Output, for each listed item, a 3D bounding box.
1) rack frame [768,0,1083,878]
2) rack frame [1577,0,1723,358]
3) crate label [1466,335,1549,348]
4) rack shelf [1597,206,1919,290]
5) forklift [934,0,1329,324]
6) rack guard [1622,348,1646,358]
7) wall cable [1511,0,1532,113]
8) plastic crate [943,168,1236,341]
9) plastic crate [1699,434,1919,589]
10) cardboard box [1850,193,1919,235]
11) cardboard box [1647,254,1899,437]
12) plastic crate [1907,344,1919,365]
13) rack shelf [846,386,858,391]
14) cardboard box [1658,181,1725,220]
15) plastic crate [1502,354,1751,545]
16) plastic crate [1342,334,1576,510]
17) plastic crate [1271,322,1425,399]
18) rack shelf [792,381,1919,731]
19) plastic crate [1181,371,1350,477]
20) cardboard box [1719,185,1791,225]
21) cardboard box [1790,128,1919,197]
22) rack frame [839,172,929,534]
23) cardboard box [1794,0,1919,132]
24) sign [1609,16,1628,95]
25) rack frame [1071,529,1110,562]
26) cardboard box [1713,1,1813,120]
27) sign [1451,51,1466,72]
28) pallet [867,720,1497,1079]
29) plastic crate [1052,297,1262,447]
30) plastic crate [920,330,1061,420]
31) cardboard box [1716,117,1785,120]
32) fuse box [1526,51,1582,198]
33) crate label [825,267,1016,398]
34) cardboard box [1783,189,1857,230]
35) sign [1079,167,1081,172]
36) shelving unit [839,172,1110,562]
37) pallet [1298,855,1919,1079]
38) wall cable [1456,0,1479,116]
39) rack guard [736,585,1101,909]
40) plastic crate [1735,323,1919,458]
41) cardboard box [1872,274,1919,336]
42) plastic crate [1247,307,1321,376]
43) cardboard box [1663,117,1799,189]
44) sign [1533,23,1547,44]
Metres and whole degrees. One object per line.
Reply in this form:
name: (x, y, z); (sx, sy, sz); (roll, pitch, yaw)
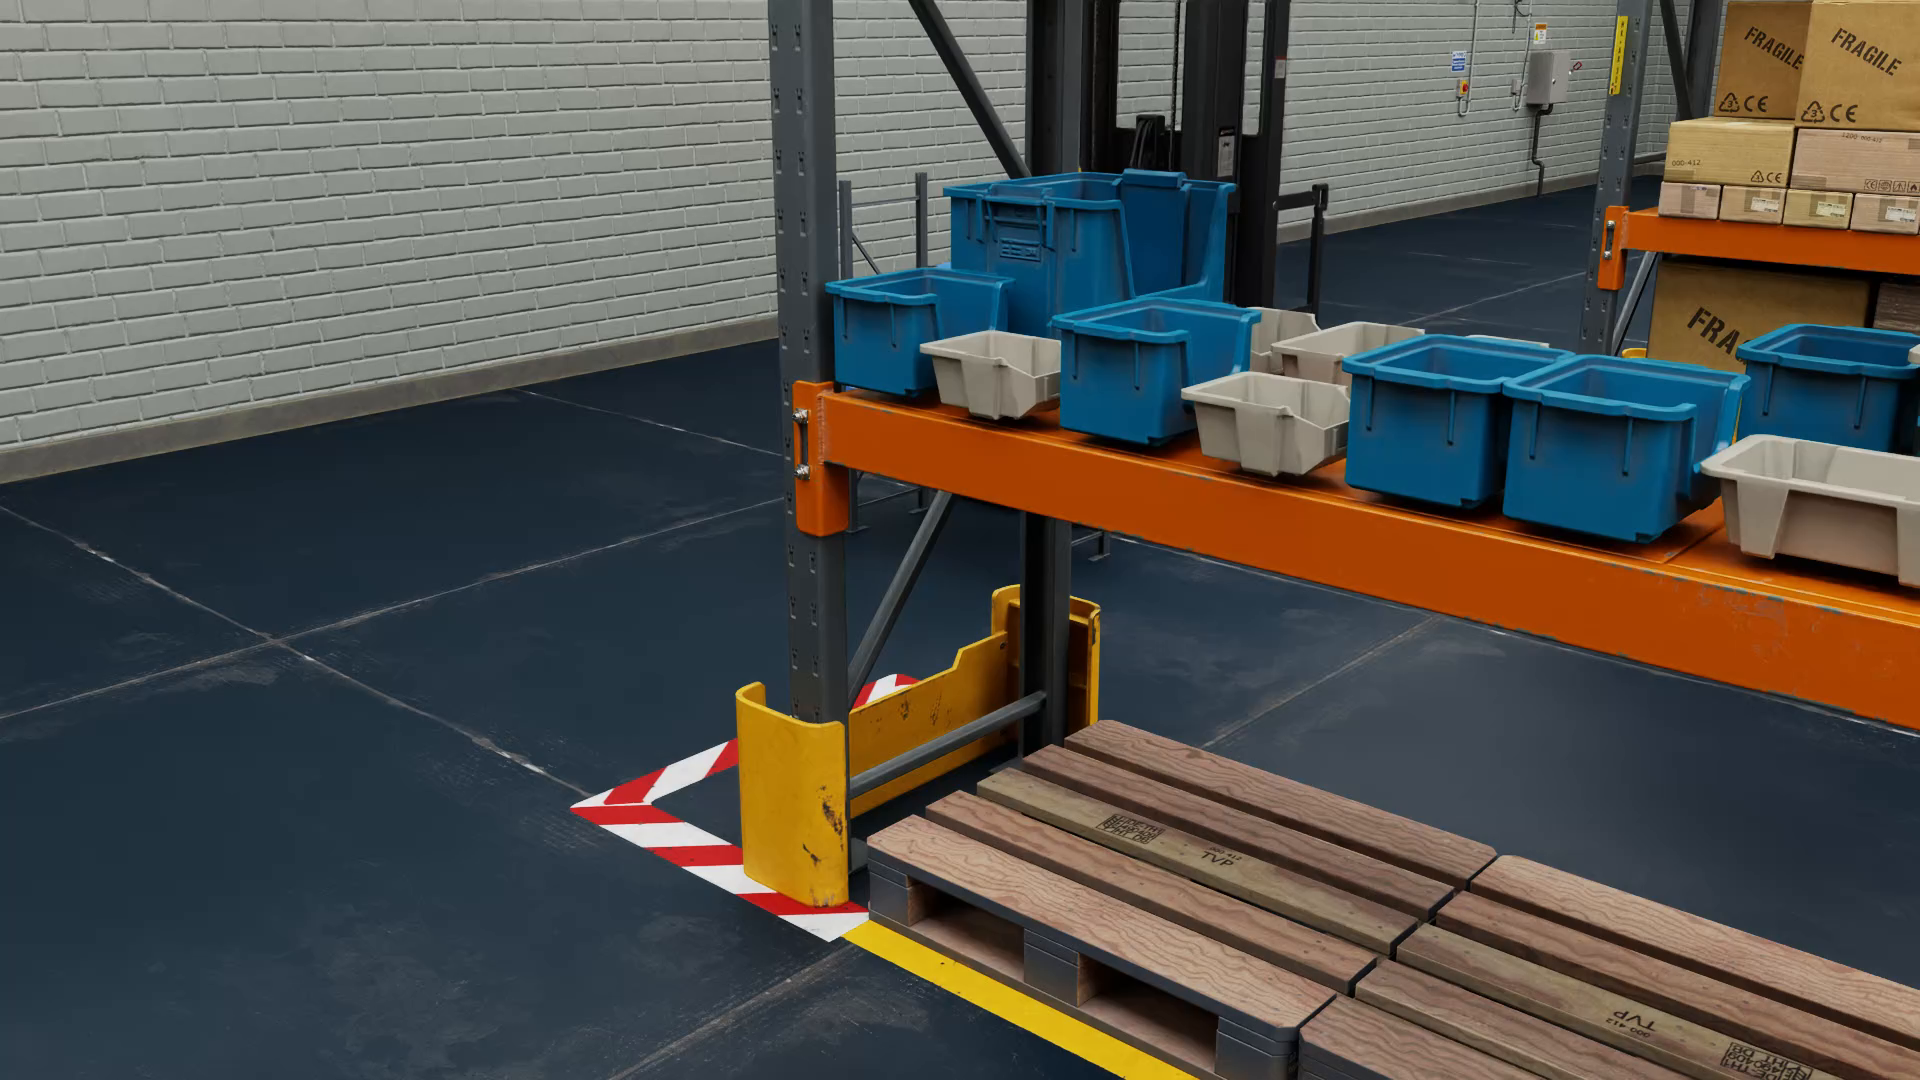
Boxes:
rack frame: (-0.054, -0.658, 4.225); (0.127, 3.000, 1.000); (15, 23, 39)
rack frame: (3.234, -1.778, 7.756); (0.127, 3.000, 1.000); (15, 23, 39)
crate label: (1.108, -0.326, 3.517); (0.243, 0.136, 0.396); (15, 23, 39)
rack shelf: (4.730, -1.034, 6.600); (4.000, 0.370, 1.077); (15, 23, 39)
forklift: (1.193, -1.853, 8.106); (1.130, 2.935, 3.031); (15, 23, 38)
rack guard: (3.216, -0.592, 8.149); (0.348, 0.500, 1.175); (15, 23, 39)
wall cable: (6.511, -5.955, 19.237); (0.122, 1.984, 0.588); (15, 23, 39)
plastic crate: (0.320, -0.678, 4.132); (0.499, 0.435, 0.616); (15, 23, 39)
plastic crate: (1.436, -0.039, 2.613); (0.466, 0.136, 0.293); (15, 23, 39)
cardboard box: (3.861, -1.358, 6.847); (0.250, 0.149, 0.380); (15, 23, 38)
cardboard box: (3.765, -0.855, 7.666); (0.875, 0.875, 0.875); (15, 23, 39)
plastic crate: (1.918, -0.175, 2.801); (0.530, 0.282, 0.437); (15, 23, 39)
rack shelf: (0.064, -0.526, 6.885); (1.000, 0.185, 0.538); (15, 23, 39)
cardboard box: (3.280, -1.513, 7.334); (0.250, 0.149, 0.380); (15, 23, 40)
plastic crate: (1.121, -0.158, 2.828); (0.300, 0.233, 0.416); (15, 23, 39)
plastic crate: (0.897, -0.218, 3.018); (0.300, 0.233, 0.416); (15, 23, 39)
plastic crate: (0.883, -0.376, 3.676); (0.243, 0.136, 0.396); (15, 23, 39)
rack shelf: (1.442, 0.087, 3.069); (4.000, 0.370, 1.077); (15, 23, 39)
plastic crate: (0.605, -0.217, 3.174); (0.298, 0.136, 0.250); (15, 23, 39)
cardboard box: (3.473, -1.461, 7.173); (0.250, 0.149, 0.380); (15, 23, 38)
cardboard box: (3.807, -1.588, 6.914); (0.500, 0.250, 0.500); (15, 23, 39)
rack frame: (-0.316, -0.800, 7.152); (0.032, 1.500, 0.500); (15, 23, 39)
cardboard box: (3.787, -1.948, 6.808); (0.500, 0.500, 0.500); (14, 23, 38)
sign: (2.861, -2.104, 7.221); (0.005, 0.325, 0.100); (15, 23, 39)
rack frame: (0.444, -0.596, 6.509); (0.032, 1.500, 0.500); (15, 23, 39)
cardboard box: (3.773, -2.168, 7.500); (0.500, 0.500, 0.500); (15, 23, 40)
sign: (5.501, -5.277, 18.335); (0.001, 0.218, 0.327); (15, 23, 39)
pallet: (0.537, 0.846, 4.098); (1.213, 0.211, 1.003); (15, 23, 39)
plastic crate: (0.405, -0.350, 3.434); (0.300, 0.233, 0.416); (15, 23, 39)
plastic crate: (0.097, -0.353, 3.603); (0.298, 0.136, 0.250); (15, 23, 39)
cardboard box: (3.772, -1.811, 7.616); (0.500, 0.250, 0.500); (15, 23, 38)
fuse box: (7.082, -4.979, 19.972); (0.414, 1.711, 0.539); (15, 23, 39)
crate label: (-0.088, -0.482, 3.851); (0.303, 0.233, 0.416); (15, 23, 39)
cardboard box: (3.665, -1.410, 7.011); (0.250, 0.149, 0.380); (14, 23, 38)
sign: (0.299, -0.863, 4.603); (0.005, 0.325, 0.100); (15, 23, 39)
shelving unit: (0.064, -0.698, 6.831); (1.048, 1.500, 0.538); (15, 23, 39)
pallet: (1.445, 1.091, 3.326); (1.213, 0.211, 1.003); (15, 23, 39)
wall cable: (5.579, -5.646, 18.213); (0.123, 1.953, 0.585); (15, 23, 39)
rack guard: (-0.081, 0.532, 4.609); (0.348, 0.500, 1.175); (15, 23, 39)
plastic crate: (1.652, -0.252, 3.125); (0.300, 0.233, 0.416); (15, 23, 39)
cardboard box: (4.446, -0.673, 7.090); (0.875, 0.875, 0.875); (15, 23, 39)
plastic crate: (0.676, -0.438, 3.869); (0.243, 0.136, 0.396); (15, 23, 39)
cardboard box: (3.413, -1.691, 7.238); (0.500, 0.250, 0.500); (14, 23, 38)
sign: (6.891, -6.016, 19.744); (0.001, 0.242, 0.339); (15, 23, 39)
